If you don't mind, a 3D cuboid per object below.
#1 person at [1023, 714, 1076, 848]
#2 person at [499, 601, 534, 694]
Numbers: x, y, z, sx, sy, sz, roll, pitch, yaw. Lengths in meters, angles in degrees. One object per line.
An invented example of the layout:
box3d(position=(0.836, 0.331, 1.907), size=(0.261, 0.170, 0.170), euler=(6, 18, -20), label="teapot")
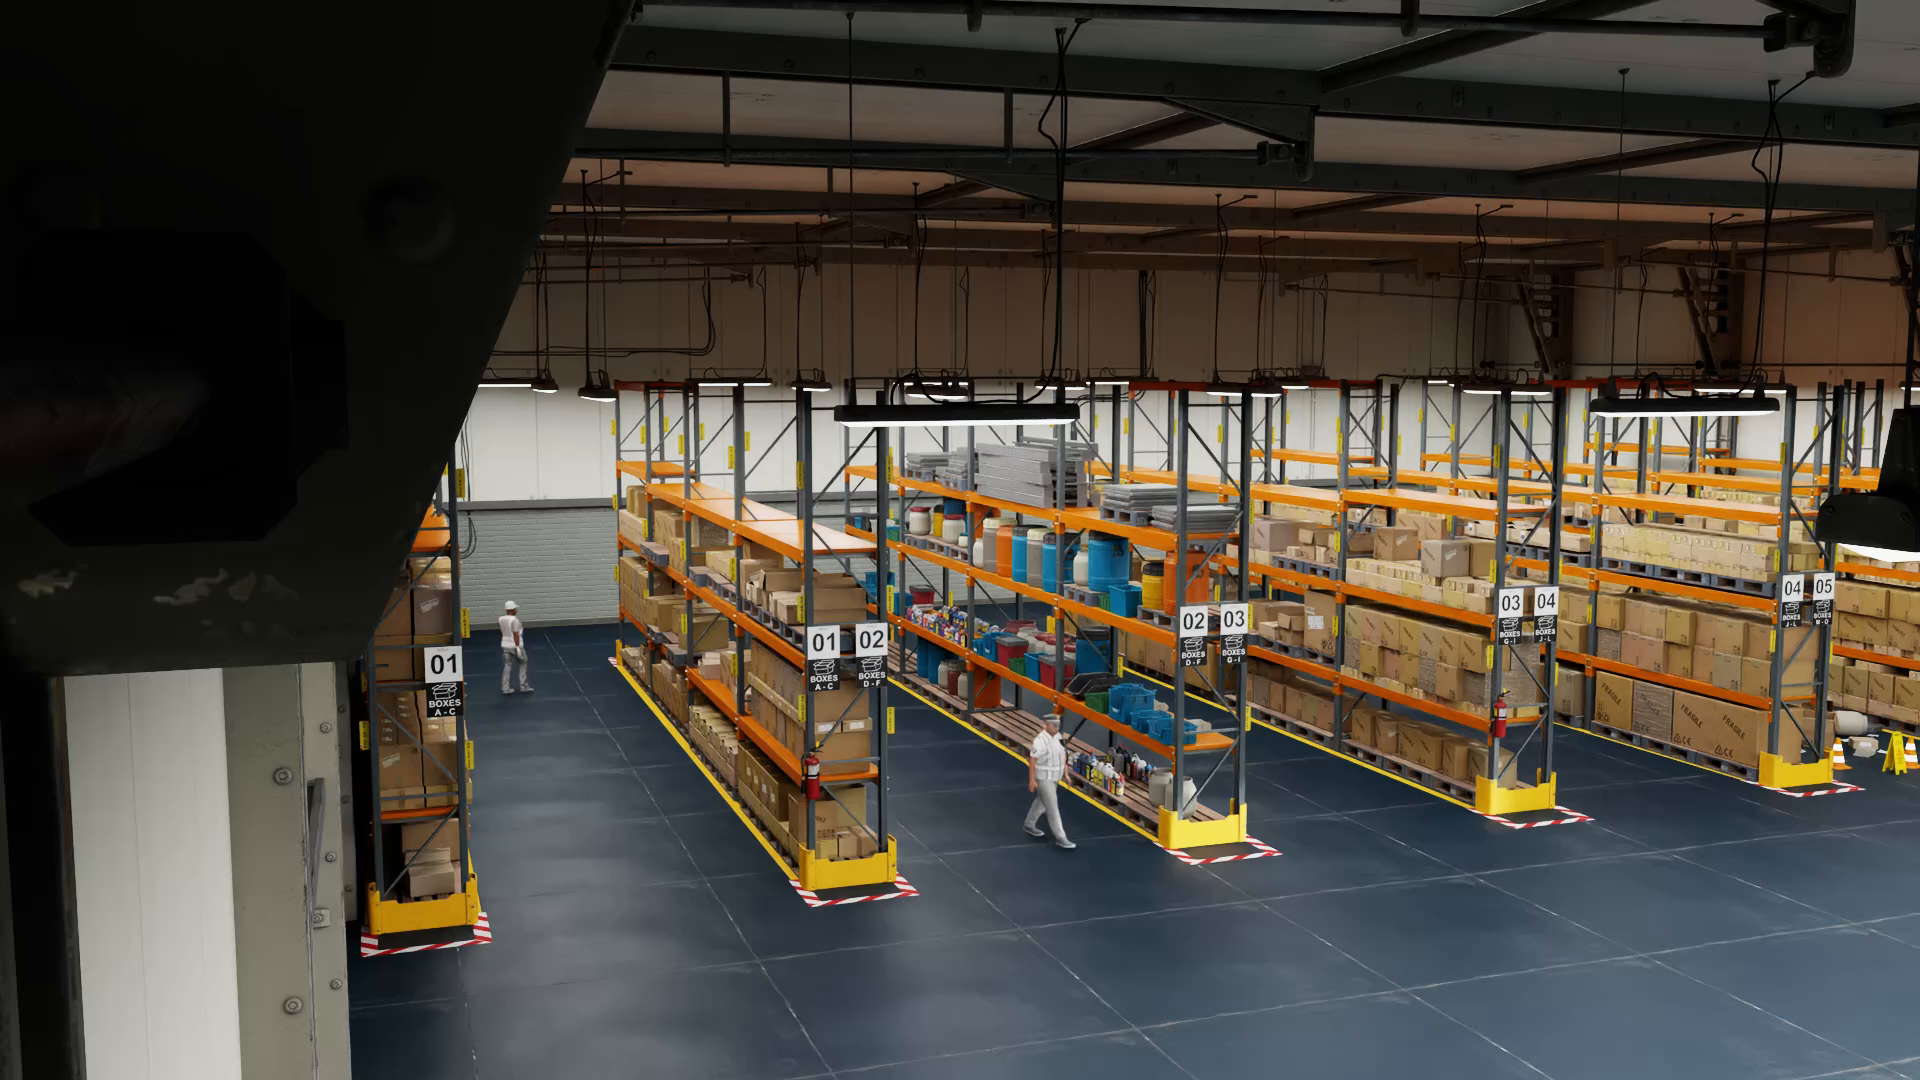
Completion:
box3d(position=(1.215, 3.135, 21.989), size=(0.993, 1.701, 0.564), euler=(4, 7, 34), label="person")
box3d(position=(-8.598, 2.061, 31.993), size=(0.563, 1.796, 0.640), euler=(2, 6, 18), label="person")
